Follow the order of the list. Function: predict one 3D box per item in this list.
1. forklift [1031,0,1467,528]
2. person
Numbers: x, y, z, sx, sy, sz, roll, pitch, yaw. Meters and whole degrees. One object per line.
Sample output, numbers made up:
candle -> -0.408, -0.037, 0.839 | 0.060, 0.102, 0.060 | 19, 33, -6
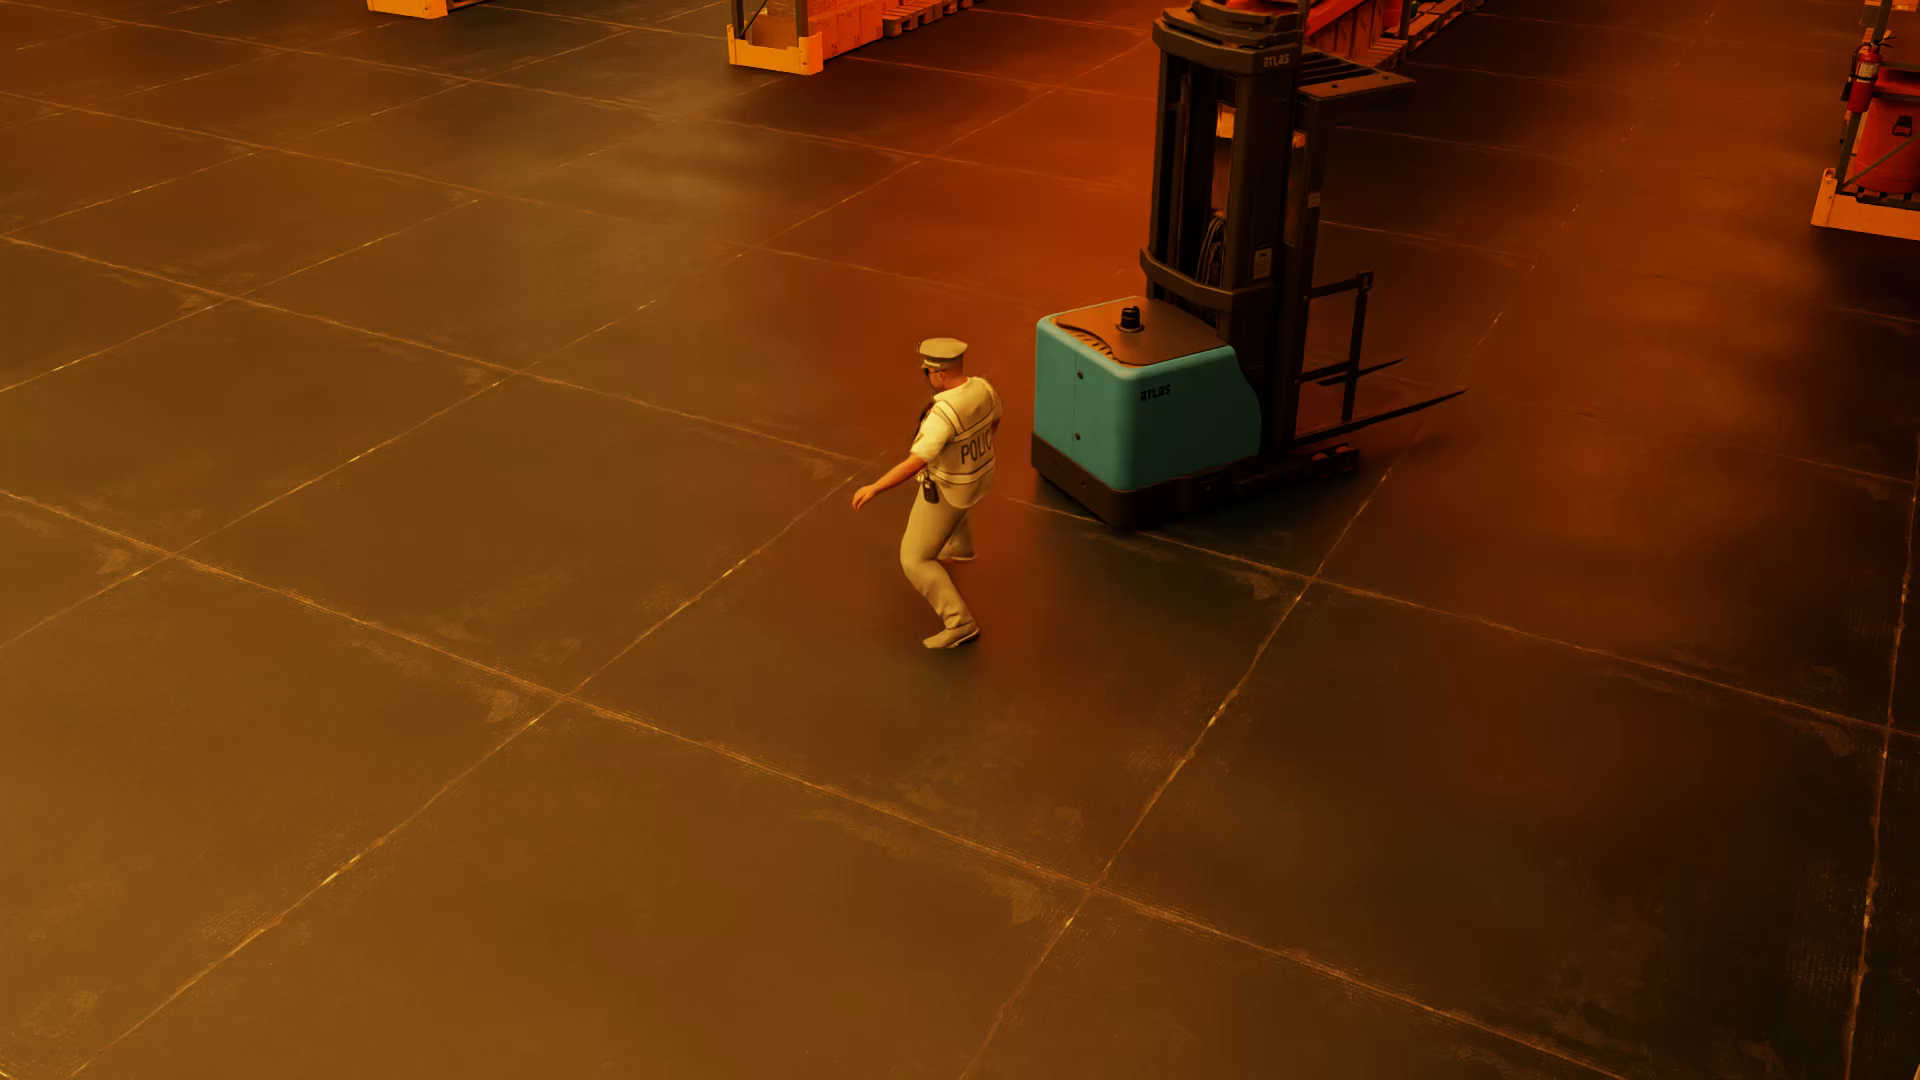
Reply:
forklift -> 1.988, -1.872, 10.315 | 3.031, 2.935, 1.130 | -16, 34, -26
person -> -0.098, -0.318, 8.991 | 0.722, 1.628, 0.972 | 18, 35, 29
